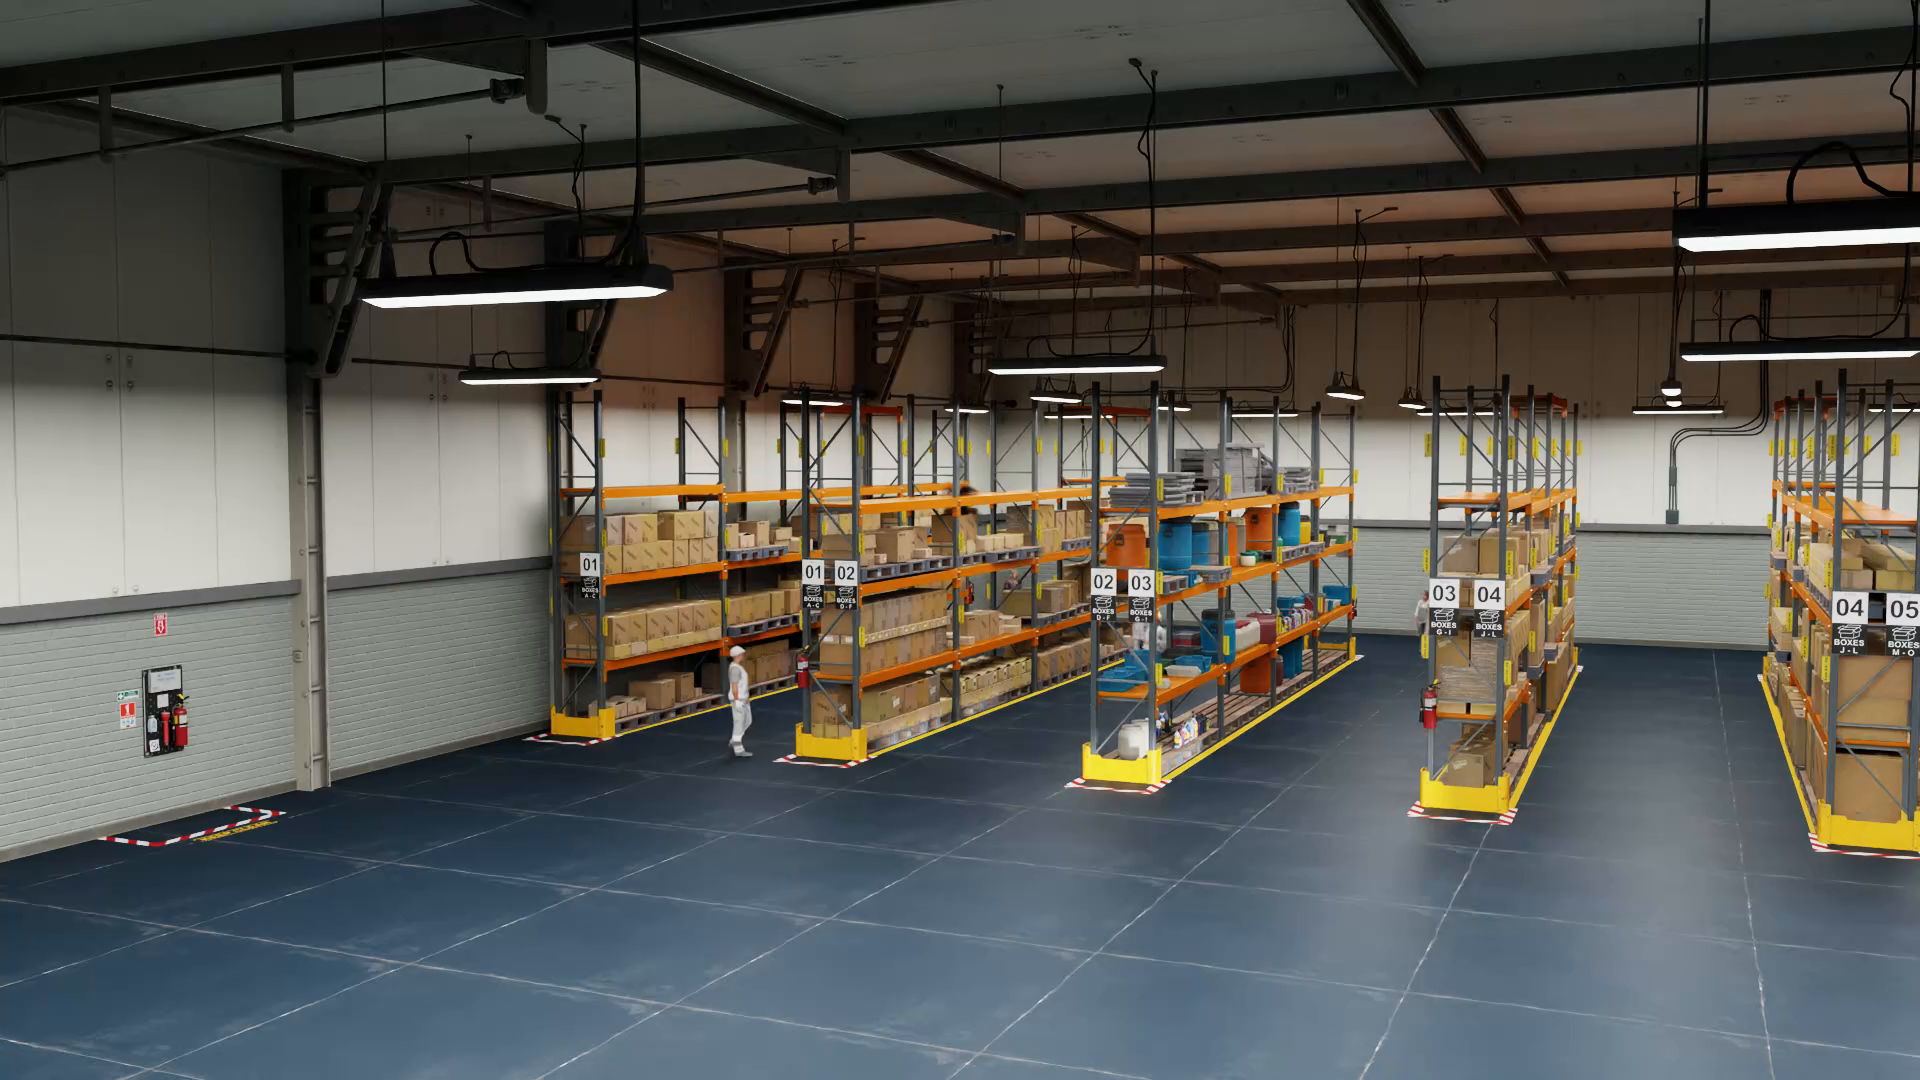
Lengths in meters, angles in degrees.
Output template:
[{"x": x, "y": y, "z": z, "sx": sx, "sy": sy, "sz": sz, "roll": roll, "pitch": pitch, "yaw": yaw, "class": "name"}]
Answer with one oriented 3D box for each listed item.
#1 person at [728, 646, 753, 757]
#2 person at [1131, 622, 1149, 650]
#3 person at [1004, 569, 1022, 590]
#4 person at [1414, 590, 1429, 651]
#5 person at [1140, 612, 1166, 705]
[{"x": -3.596, "y": 2.615, "z": 27.095, "sx": 0.496, "sy": 1.795, "sz": 0.627, "roll": 0, "pitch": 3, "yaw": 6, "class": "person"}, {"x": 3.968, "y": 2.170, "z": 36.316, "sx": 0.495, "sy": 1.640, "sz": 0.975, "roll": 1, "pitch": 3, "yaw": 17, "class": "person"}, {"x": 1.386, "y": 1.754, "z": 44.528, "sx": 0.783, "sy": 1.547, "sz": 0.603, "roll": 2, "pitch": 4, "yaw": 29, "class": "person"}, {"x": 11.238, "y": 1.997, "z": 40.277, "sx": 0.457, "sy": 1.537, "sz": 0.955, "roll": 1, "pitch": 3, "yaw": 22, "class": "person"}, {"x": 3.864, "y": 2.318, "z": 32.742, "sx": 0.562, "sy": 1.810, "sz": 0.829, "roll": 2, "pitch": 4, "yaw": 28, "class": "person"}]
